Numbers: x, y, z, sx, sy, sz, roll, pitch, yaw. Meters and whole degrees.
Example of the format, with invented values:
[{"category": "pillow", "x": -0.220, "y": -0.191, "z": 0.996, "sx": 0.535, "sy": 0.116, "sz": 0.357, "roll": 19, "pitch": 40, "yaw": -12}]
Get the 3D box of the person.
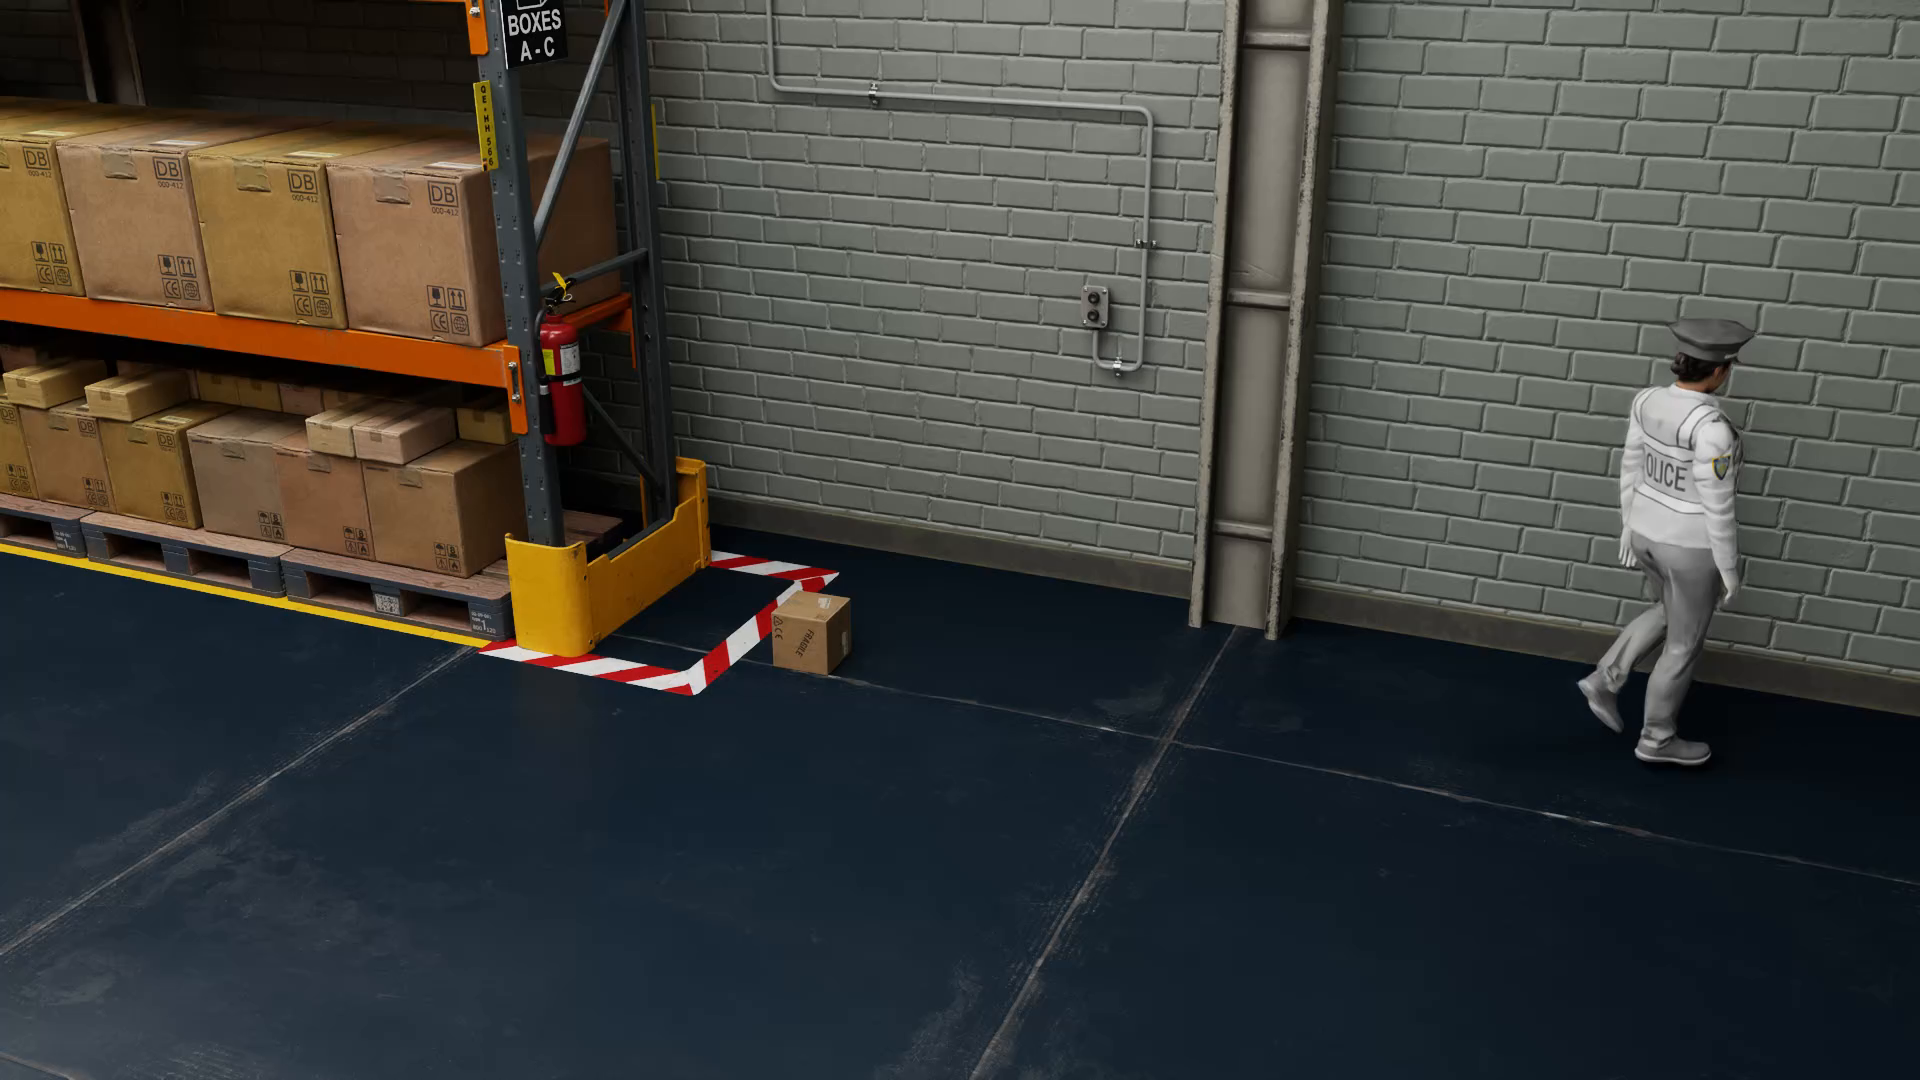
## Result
[{"category": "person", "x": 2.574, "y": 0.021, "z": 5.983, "sx": 0.449, "sy": 1.663, "sz": 0.502, "roll": -5, "pitch": 23, "yaw": -11}]
